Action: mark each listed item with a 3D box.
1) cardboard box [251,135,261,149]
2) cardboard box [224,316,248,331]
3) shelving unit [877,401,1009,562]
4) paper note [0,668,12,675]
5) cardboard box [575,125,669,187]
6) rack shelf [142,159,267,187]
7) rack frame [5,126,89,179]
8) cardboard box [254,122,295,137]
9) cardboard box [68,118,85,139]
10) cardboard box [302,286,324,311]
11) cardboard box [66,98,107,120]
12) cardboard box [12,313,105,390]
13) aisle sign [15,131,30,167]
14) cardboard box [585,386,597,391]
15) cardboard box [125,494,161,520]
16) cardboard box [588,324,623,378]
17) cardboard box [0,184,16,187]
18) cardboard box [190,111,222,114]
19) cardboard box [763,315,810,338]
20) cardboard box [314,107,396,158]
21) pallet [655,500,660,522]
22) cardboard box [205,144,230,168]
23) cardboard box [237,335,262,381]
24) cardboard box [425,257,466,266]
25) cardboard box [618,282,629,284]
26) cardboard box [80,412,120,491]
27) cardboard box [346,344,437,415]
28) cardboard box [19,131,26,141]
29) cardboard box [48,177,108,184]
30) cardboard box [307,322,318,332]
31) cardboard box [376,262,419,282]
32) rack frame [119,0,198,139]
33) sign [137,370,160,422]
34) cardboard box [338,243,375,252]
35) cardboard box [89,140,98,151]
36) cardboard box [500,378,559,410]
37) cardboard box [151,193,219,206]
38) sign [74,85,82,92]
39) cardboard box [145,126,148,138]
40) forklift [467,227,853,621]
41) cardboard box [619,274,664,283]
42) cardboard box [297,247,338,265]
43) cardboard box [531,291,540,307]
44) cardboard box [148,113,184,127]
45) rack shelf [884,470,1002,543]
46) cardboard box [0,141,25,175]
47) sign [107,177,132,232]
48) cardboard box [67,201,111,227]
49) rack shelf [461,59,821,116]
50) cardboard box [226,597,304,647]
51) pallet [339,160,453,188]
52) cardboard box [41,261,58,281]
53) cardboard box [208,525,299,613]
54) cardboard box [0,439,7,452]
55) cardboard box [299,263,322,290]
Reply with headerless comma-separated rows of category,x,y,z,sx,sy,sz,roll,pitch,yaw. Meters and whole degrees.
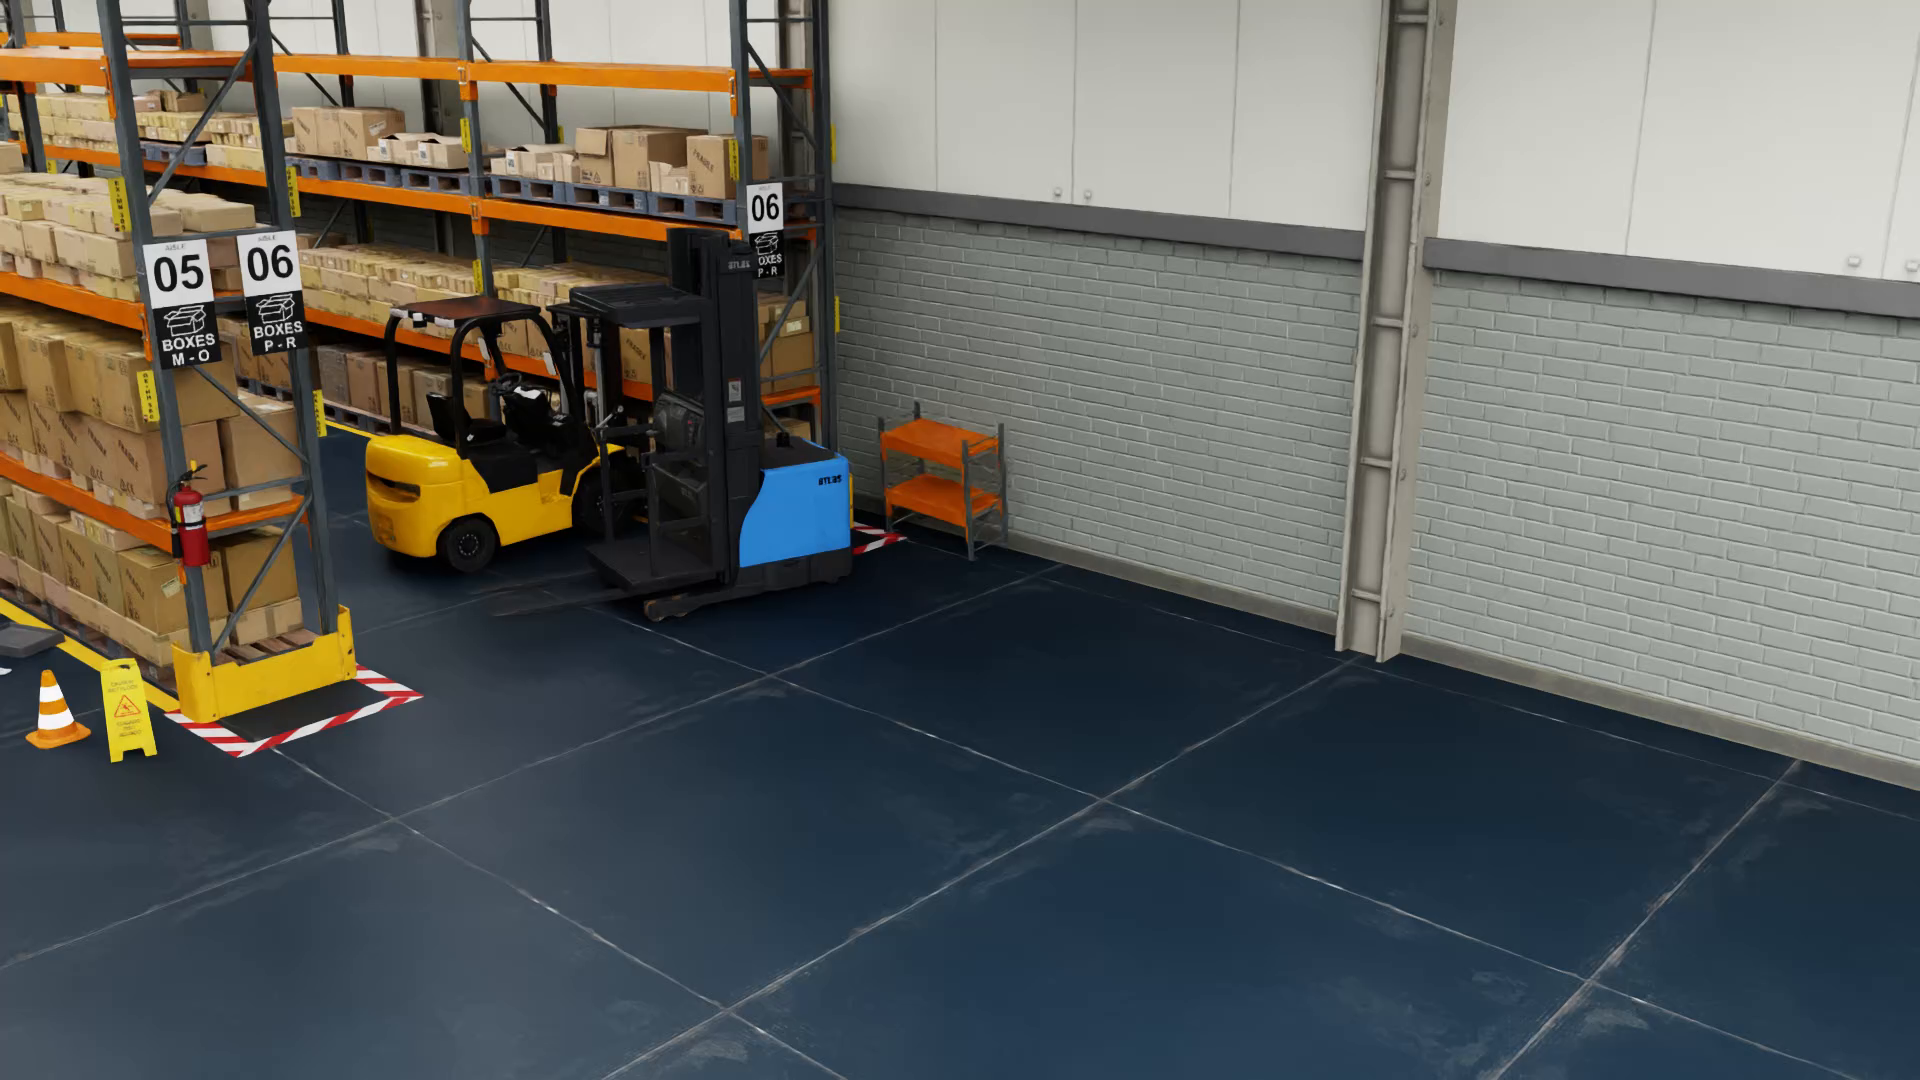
cardboard box,-8.089,-4.687,19.552,0.250,0.149,0.380,14,23,38
cardboard box,-9.144,-2.759,21.212,0.250,0.149,0.380,15,23,39
shelving unit,-0.147,-0.531,14.752,1.048,1.125,0.538,18,32,40
paper note,-6.974,0.953,12.059,0.148,0.019,0.142,7,19,21
cardboard box,-3.104,-3.574,15.426,0.637,0.503,0.797,16,24,41
rack shelf,-8.979,-4.554,20.733,4.000,0.370,1.077,15,23,39
rack frame,-13.467,-4.672,24.874,0.127,3.000,1.000,15,23,39
cardboard box,-7.937,-4.758,19.283,0.250,0.149,0.380,16,24,41
cardboard box,-11.773,-5.616,22.648,0.500,0.250,0.500,16,23,40
cardboard box,-7.314,-2.850,19.380,0.500,0.250,0.500,15,23,39
cardboard box,-11.771,-5.858,22.581,0.500,0.250,0.500,16,23,40
cardboard box,-6.423,-1.369,12.156,0.500,0.500,0.700,15,23,39
aisle sign,-13.713,-5.858,24.314,0.004,0.787,0.394,15,23,39
cardboard box,-3.606,-1.475,17.000,0.500,0.250,0.500,15,23,38
cardboard box,-5.477,-0.268,11.414,0.250,0.149,0.380,15,23,39
cardboard box,-3.191,-1.854,15.829,0.500,0.500,0.500,15,23,40
cardboard box,-7.180,-2.532,12.270,0.250,0.149,0.380,15,23,39
cardboard box,-9.584,-5.385,21.227,0.250,0.149,0.380,16,24,41
cardboard box,-1.581,-1.943,15.037,0.250,0.149,0.380,14,23,38
cardboard box,-6.659,-4.512,18.385,0.500,0.500,0.700,14,23,38
pallet,-2.100,-0.274,15.627,1.213,0.211,1.003,15,23,39
cardboard box,-8.779,-4.673,20.167,0.500,0.250,0.500,15,23,39
cardboard box,-8.703,-2.318,20.895,0.500,0.500,0.500,16,24,42
cardboard box,-5.721,-3.055,18.542,0.250,0.149,0.380,15,23,40
cardboard box,-3.236,-2.343,15.807,0.250,0.149,0.380,15,23,39
cardboard box,-5.752,-0.673,11.617,0.500,0.500,0.500,15,23,39
cardboard box,-6.532,-1.876,19.296,0.625,0.625,0.875,16,24,41
cardboard box,-13.383,-5.865,24.091,0.250,0.149,0.380,16,23,40
cardboard box,-6.740,-2.685,12.751,0.250,0.149,0.380,16,24,41
cardboard box,-8.087,-2.650,20.869,0.250,0.149,0.380,15,23,40
cardboard box,-6.119,-2.923,18.126,0.250,0.149,0.380,14,23,38
rack frame,-10.475,-6.728,21.436,0.127,3.000,1.000,15,23,39
sign,-5.175,-0.917,10.604,0.005,0.325,0.100,15,23,39
cardboard box,-7.106,-3.403,19.638,0.250,0.149,0.380,16,24,41
cardboard box,-11.497,-5.340,22.436,0.250,0.149,0.380,15,23,39
cardboard box,-4.338,-1.460,16.953,0.500,0.250,0.500,15,23,38
cardboard box,-5.406,-2.322,11.606,0.250,0.149,0.380,15,23,39
sign,-13.083,-6.645,24.669,0.005,0.325,0.100,15,23,39
cardboard box,-10.091,-5.188,21.097,0.250,0.149,0.380,15,23,40
forklift,-2.423,-0.937,13.220,3.031,2.935,1.130,-11,21,-30
cardboard box,-3.116,-2.501,16.304,0.250,0.149,0.380,15,23,39
cardboard box,-7.440,-3.292,19.288,0.250,0.149,0.380,16,24,41
cardboard box,-4.020,-2.398,16.472,0.250,0.149,0.380,15,23,39
cardboard box,-9.924,-5.265,20.849,0.250,0.149,0.380,15,23,38
rack shelf,-0.132,-0.308,14.852,1.000,0.278,0.538,18,32,40
cardboard box,-8.334,-3.241,14.134,0.500,0.250,0.500,14,23,38
sign,-5.175,-2.066,10.240,0.005,0.325,0.100,15,23,39
cardboard box,-5.767,-2.197,11.214,0.250,0.149,0.380,15,23,40
rack shelf,-2.996,-4.187,15.278,4.000,0.370,1.077,15,23,39
cardboard box,-5.211,0.550,12.270,0.500,0.250,0.500,15,23,39
pallet,-6.078,-4.065,18.316,1.213,0.211,1.003,16,24,42
cardboard box,-6.183,-1.917,11.651,0.250,0.149,0.380,14,22,38
cardboard box,-5.230,0.188,12.171,0.500,0.500,0.500,14,22,37
cardboard box,-7.318,-0.798,13.082,0.250,0.149,0.380,15,23,39
cardboard box,-7.330,-3.082,19.287,0.500,0.250,0.500,15,23,39
